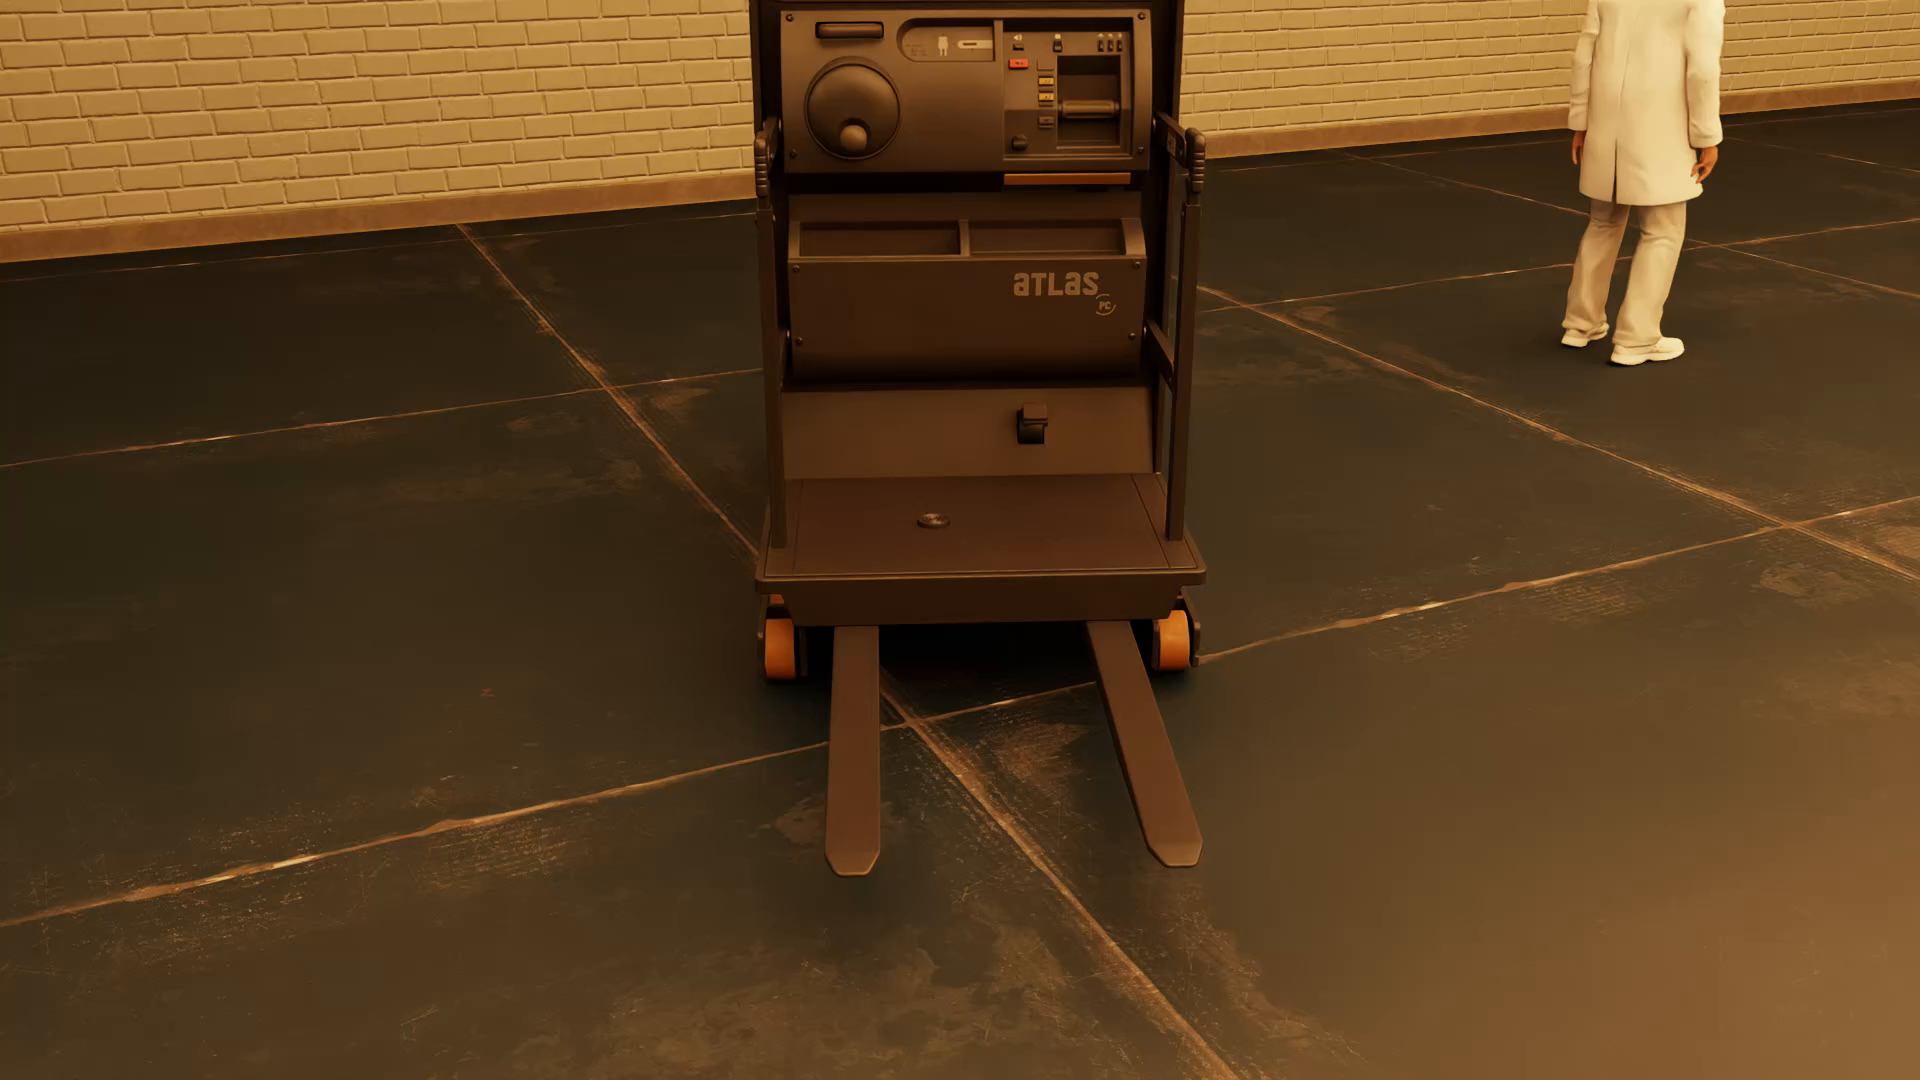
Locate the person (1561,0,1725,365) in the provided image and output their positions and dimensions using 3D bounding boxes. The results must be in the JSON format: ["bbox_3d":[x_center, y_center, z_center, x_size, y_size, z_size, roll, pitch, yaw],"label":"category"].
[{"bbox_3d":[2.763,-1.620,6.705,0.455,1.778,0.649,-16,27,-33],"label":"person"}]

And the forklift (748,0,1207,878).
[{"bbox_3d":[0.030,-1.120,3.982,1.130,2.935,3.031,-1,23,-3],"label":"forklift"}]
